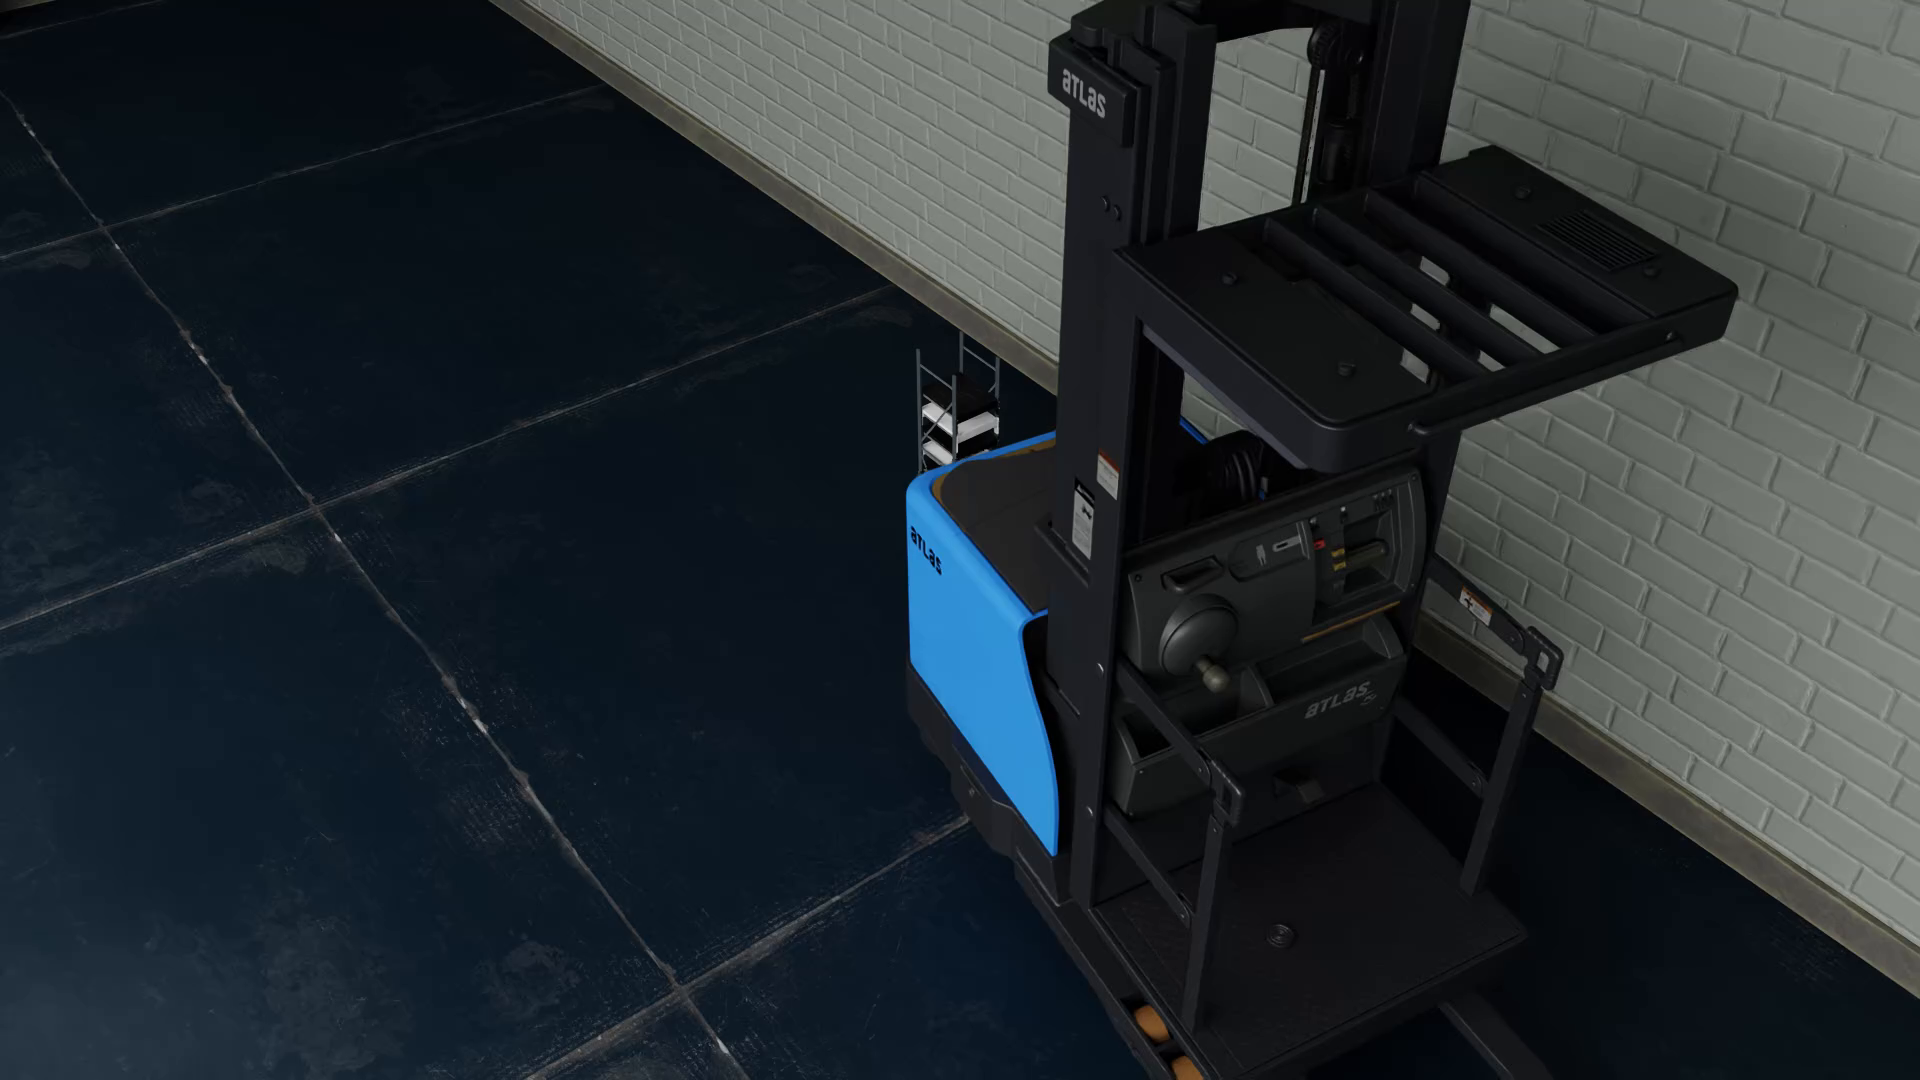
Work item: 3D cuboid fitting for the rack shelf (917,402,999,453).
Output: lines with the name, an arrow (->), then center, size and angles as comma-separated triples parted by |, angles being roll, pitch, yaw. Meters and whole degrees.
rack shelf -> -0.006, -0.458, 6.368 | 0.200, 0.077, 0.258 | -26, 46, -28

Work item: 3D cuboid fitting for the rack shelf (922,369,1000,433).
rack shelf -> -0.006, -0.528, 6.311 | 0.200, 0.077, 0.258 | -26, 46, -28

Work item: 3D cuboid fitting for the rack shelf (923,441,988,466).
rack shelf -> -0.006, -0.319, 6.482 | 0.200, 0.077, 0.258 | -26, 46, -28

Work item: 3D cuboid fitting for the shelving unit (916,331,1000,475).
shelving unit -> -0.006, -0.345, 6.461 | 0.210, 0.900, 0.258 | -26, 46, -28

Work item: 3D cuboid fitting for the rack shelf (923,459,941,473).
rack shelf -> -0.006, -0.249, 6.539 | 0.200, 0.077, 0.258 | -26, 46, -28

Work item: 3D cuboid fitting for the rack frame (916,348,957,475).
rack frame -> -0.087, -0.305, 6.413 | 0.006, 0.900, 0.240 | -26, 46, -28

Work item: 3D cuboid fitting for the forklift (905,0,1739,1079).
forklift -> 0.947, 0.177, 4.223 | 1.130, 2.935, 3.031 | -19, 43, -21

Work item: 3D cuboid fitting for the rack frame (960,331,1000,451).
rack frame -> 0.074, -0.384, 6.509 | 0.006, 0.900, 0.240 | -26, 46, -28

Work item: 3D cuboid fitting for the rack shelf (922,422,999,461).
rack shelf -> -0.006, -0.389, 6.425 | 0.200, 0.077, 0.258 | -26, 46, -28
